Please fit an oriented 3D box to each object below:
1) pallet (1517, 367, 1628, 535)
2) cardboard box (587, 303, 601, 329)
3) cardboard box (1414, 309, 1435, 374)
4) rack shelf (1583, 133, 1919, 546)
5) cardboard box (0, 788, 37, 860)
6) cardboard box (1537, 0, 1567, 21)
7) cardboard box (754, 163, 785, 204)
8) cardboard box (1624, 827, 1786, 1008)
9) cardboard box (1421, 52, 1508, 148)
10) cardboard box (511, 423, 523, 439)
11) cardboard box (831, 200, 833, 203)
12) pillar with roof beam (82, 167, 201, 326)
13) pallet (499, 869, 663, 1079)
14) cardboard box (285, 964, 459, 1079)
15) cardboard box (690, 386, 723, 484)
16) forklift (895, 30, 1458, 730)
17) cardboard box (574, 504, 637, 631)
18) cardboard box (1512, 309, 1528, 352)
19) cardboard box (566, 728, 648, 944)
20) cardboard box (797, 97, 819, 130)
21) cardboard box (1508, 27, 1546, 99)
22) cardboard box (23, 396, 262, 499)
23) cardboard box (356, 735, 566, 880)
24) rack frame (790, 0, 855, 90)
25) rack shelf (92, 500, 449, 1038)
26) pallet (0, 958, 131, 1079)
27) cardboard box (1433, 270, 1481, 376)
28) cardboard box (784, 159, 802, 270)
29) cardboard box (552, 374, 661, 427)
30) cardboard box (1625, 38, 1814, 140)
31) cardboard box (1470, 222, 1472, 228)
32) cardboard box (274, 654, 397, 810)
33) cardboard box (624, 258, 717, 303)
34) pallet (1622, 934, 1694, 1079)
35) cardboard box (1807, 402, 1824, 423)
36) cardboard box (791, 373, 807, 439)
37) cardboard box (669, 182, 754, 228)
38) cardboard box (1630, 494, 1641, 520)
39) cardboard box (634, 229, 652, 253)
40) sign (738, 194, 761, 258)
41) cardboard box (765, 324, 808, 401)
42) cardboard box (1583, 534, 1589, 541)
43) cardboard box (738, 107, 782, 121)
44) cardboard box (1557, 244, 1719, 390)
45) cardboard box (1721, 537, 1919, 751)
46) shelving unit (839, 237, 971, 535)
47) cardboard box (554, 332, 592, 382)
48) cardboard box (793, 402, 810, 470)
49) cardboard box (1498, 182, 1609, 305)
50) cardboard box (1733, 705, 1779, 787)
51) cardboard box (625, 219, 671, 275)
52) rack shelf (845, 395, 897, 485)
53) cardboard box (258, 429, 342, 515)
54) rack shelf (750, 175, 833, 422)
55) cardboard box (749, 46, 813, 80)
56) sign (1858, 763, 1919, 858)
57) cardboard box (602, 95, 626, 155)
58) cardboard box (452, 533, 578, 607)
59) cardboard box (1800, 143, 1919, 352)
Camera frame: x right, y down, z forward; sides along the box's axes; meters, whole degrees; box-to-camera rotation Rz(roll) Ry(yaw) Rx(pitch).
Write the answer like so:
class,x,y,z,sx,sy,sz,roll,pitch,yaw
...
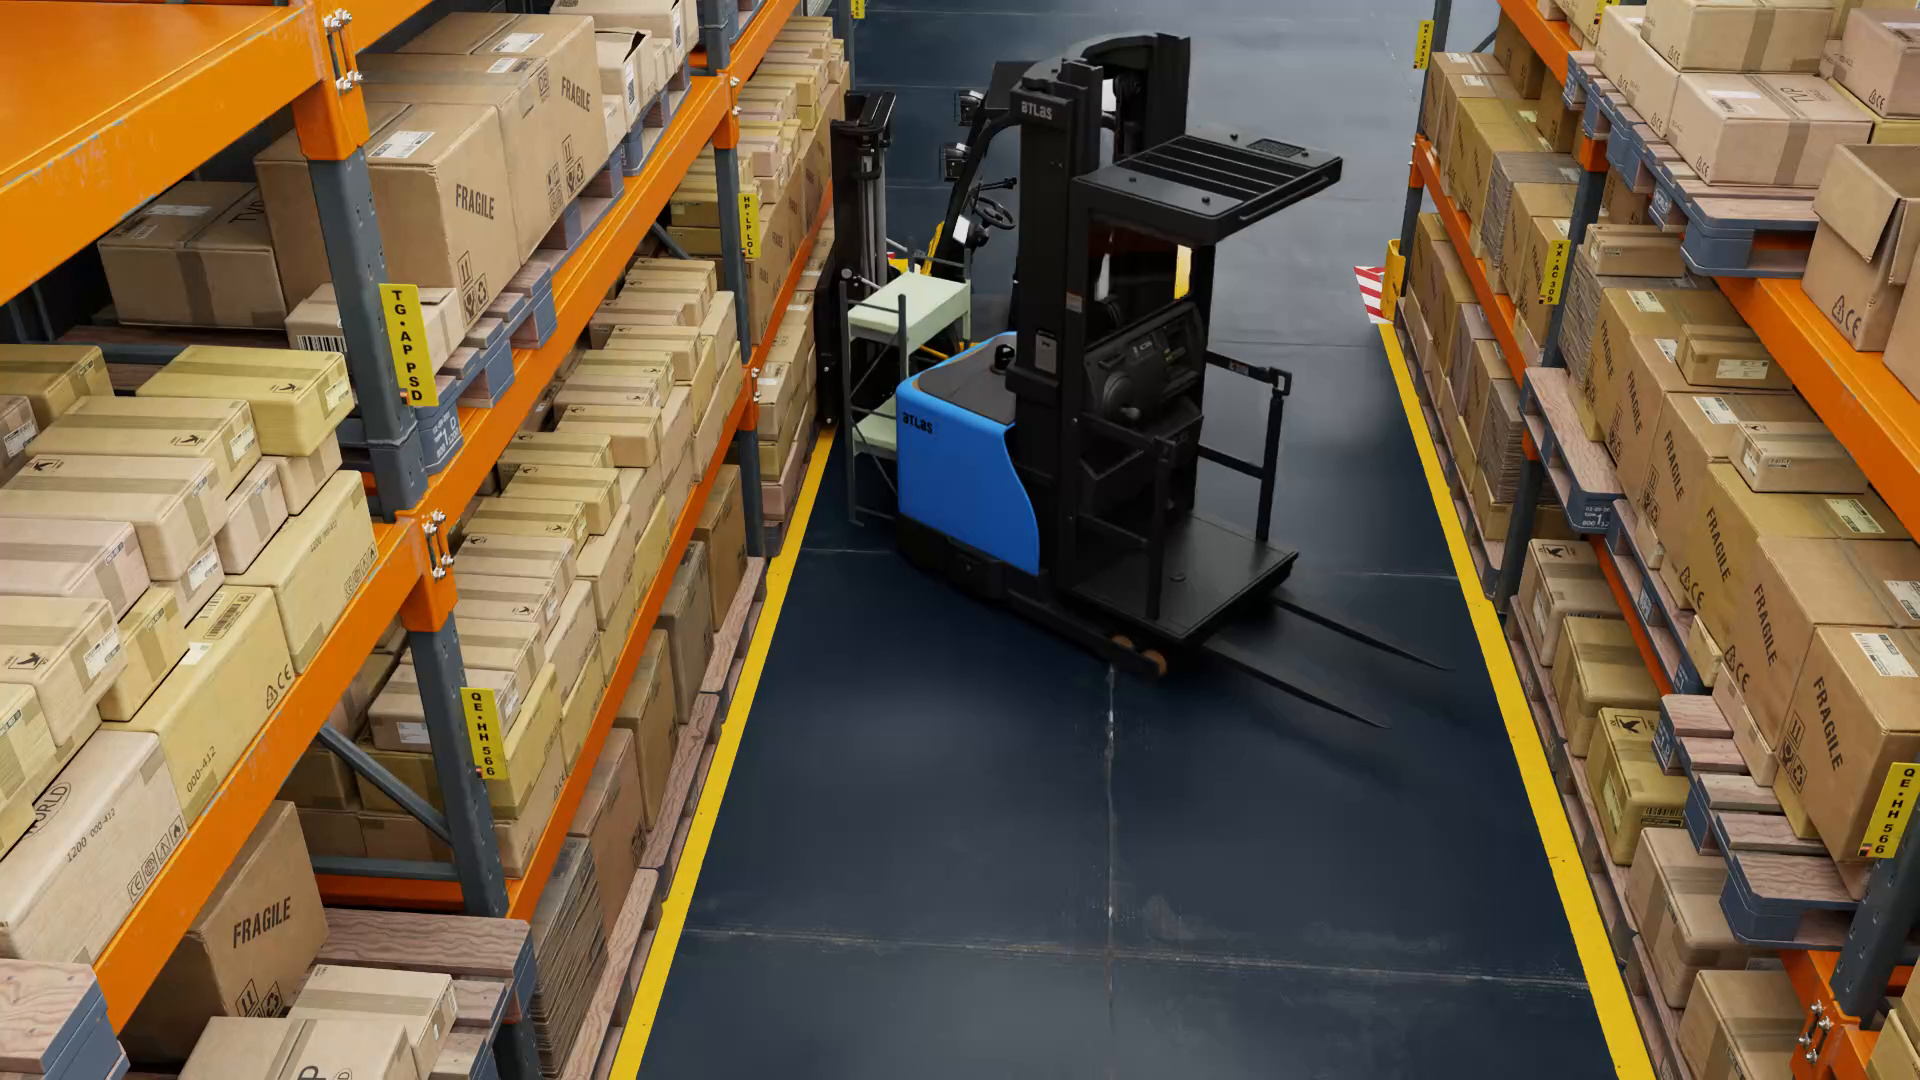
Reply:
class,x,y,z,sx,sy,sz,roll,pitch,yaw
pallet,3.167,-0.411,7.521,1.003,0.211,1.213,2,32,4
cardboard box,-1.890,-1.102,7.746,0.380,0.149,0.250,1,32,2
cardboard box,3.309,-1.309,11.016,0.500,0.250,0.500,4,32,6
rack shelf,3.211,-0.811,5.813,1.077,0.370,4.000,2,32,4
cardboard box,-1.819,0.480,2.796,0.380,0.149,0.250,3,32,5
cardboard box,3.193,-2.771,8.549,0.380,0.149,0.250,3,32,5
cardboard box,-1.179,-1.969,9.152,0.380,0.149,0.250,3,32,5
cardboard box,3.156,1.464,6.399,0.950,0.372,0.625,2,32,3
cardboard box,3.384,-2.911,11.016,0.500,0.500,0.500,2,32,3
cardboard box,-1.987,-0.445,6.679,0.380,0.149,0.250,3,32,4
cardboard box,-0.975,-2.367,11.780,0.500,0.250,0.500,3,32,6
pillar with roof beam,1.599,-2.095,4.352,9.100,9.000,0.400,2,32,4
pallet,-1.794,1.754,6.483,1.003,0.211,1.213,2,32,4
cardboard box,-1.571,1.284,4.427,0.380,0.149,0.250,3,32,5
cardboard box,-1.389,-0.494,7.616,0.500,0.250,0.500,2,32,4
forklift,1.077,-0.839,8.099,3.031,2.935,1.130,25,39,34
cardboard box,-1.517,0.090,6.191,0.500,0.250,0.500,2,32,3
cardboard box,3.110,-1.091,8.681,0.380,0.149,0.250,3,32,5
cardboard box,-1.790,1.160,6.652,0.875,0.625,0.625,3,32,6
cardboard box,-1.077,-2.641,10.243,0.380,0.149,0.250,3,32,4
cardboard box,3.827,-3.032,10.259,0.700,0.500,0.500,3,32,4
cardboard box,-1.759,-0.188,3.597,0.380,0.149,0.250,1,32,2
cardboard box,-1.620,0.838,5.455,0.500,0.250,0.500,3,32,4
rack frame,-1.248,-3.188,11.844,1.000,3.000,0.127,2,32,4
rack shelf,-2.062,1.071,2.760,1.077,0.370,4.000,2,32,4
pallet,-2.021,1.010,2.353,1.213,0.211,1.003,2,32,4
cardboard box,3.270,-1.347,10.363,0.500,0.500,0.500,3,32,5
cardboard box,-1.211,-1.897,9.655,0.500,0.500,0.500,2,32,3
cardboard box,-1.455,-0.557,6.862,0.380,0.149,0.250,3,32,4
cardboard box,2.886,-1.724,6.352,0.500,0.250,0.500,2,32,3
cardboard box,3.290,-1.889,9.976,0.380,0.149,0.250,2,32,3
cardboard box,-2.140,0.600,5.364,0.500,0.250,0.500,3,32,5
cardboard box,-1.380,-1.227,7.948,0.380,0.149,0.250,4,32,6
pallet,3.113,1.984,6.109,1.003,0.211,1.213,2,32,4
cardboard box,3.436,-0.180,6.184,0.500,0.500,0.500,1,32,2
cardboard box,-1.188,-0.820,9.746,0.500,0.250,0.500,2,32,4
cardboard box,-1.252,-1.695,8.425,0.380,0.149,0.250,3,32,5
cardboard box,2.953,-0.139,6.735,0.380,0.149,0.250,3,32,4
cardboard box,-1.804,-1.594,8.544,0.380,0.149,0.250,2,32,4
sign,-1.032,-1.537,8.137,0.100,0.325,0.005,2,32,4
cardboard box,-1.170,-1.036,9.620,0.500,0.250,0.500,3,32,4
cardboard box,3.691,-0.191,9.202,0.500,0.250,0.500,1,32,2
cardboard box,-1.226,-2.372,9.524,0.380,0.149,0.250,2,32,4
cardboard box,3.050,-1.001,7.516,0.500,0.500,0.500,3,32,5
cardboard box,2.839,0.337,5.345,0.500,0.500,0.500,2,32,3
shelving unit,-0.293,-0.868,9.510,0.431,1.500,0.755,16,35,24
cardboard box,-1.922,-0.728,7.519,0.500,0.250,0.500,2,32,3
cardboard box,-1.178,-0.609,9.880,0.500,0.250,0.500,2,32,3
cardboard box,3.197,-1.568,8.836,0.500,0.500,0.500,3,32,6
cardboard box,2.766,0.676,5.414,0.380,0.149,0.250,2,32,4
cardboard box,-1.807,-1.385,8.823,0.500,0.500,0.500,2,32,4
rack shelf,-0.293,-0.591,9.681,0.431,0.370,0.720,16,35,24
cardboard box,-1.688,-0.192,3.886,0.380,0.149,0.250,3,32,5
rack shelf,-1.411,-1.836,10.335,1.077,0.370,4.000,2,32,4
cardboard box,-1.145,-3.041,10.609,0.380,0.149,0.250,3,32,4
sign,2.506,0.728,4.461,0.100,0.325,0.005,2,32,4
cardboard box,-1.423,-1.496,5.984,0.380,0.149,0.250,2,32,3
cardboard box,-1.555,0.111,5.778,0.380,0.149,0.250,3,32,5
cardboard box,3.144,-0.914,5.197,0.797,0.503,0.637,2,32,4
